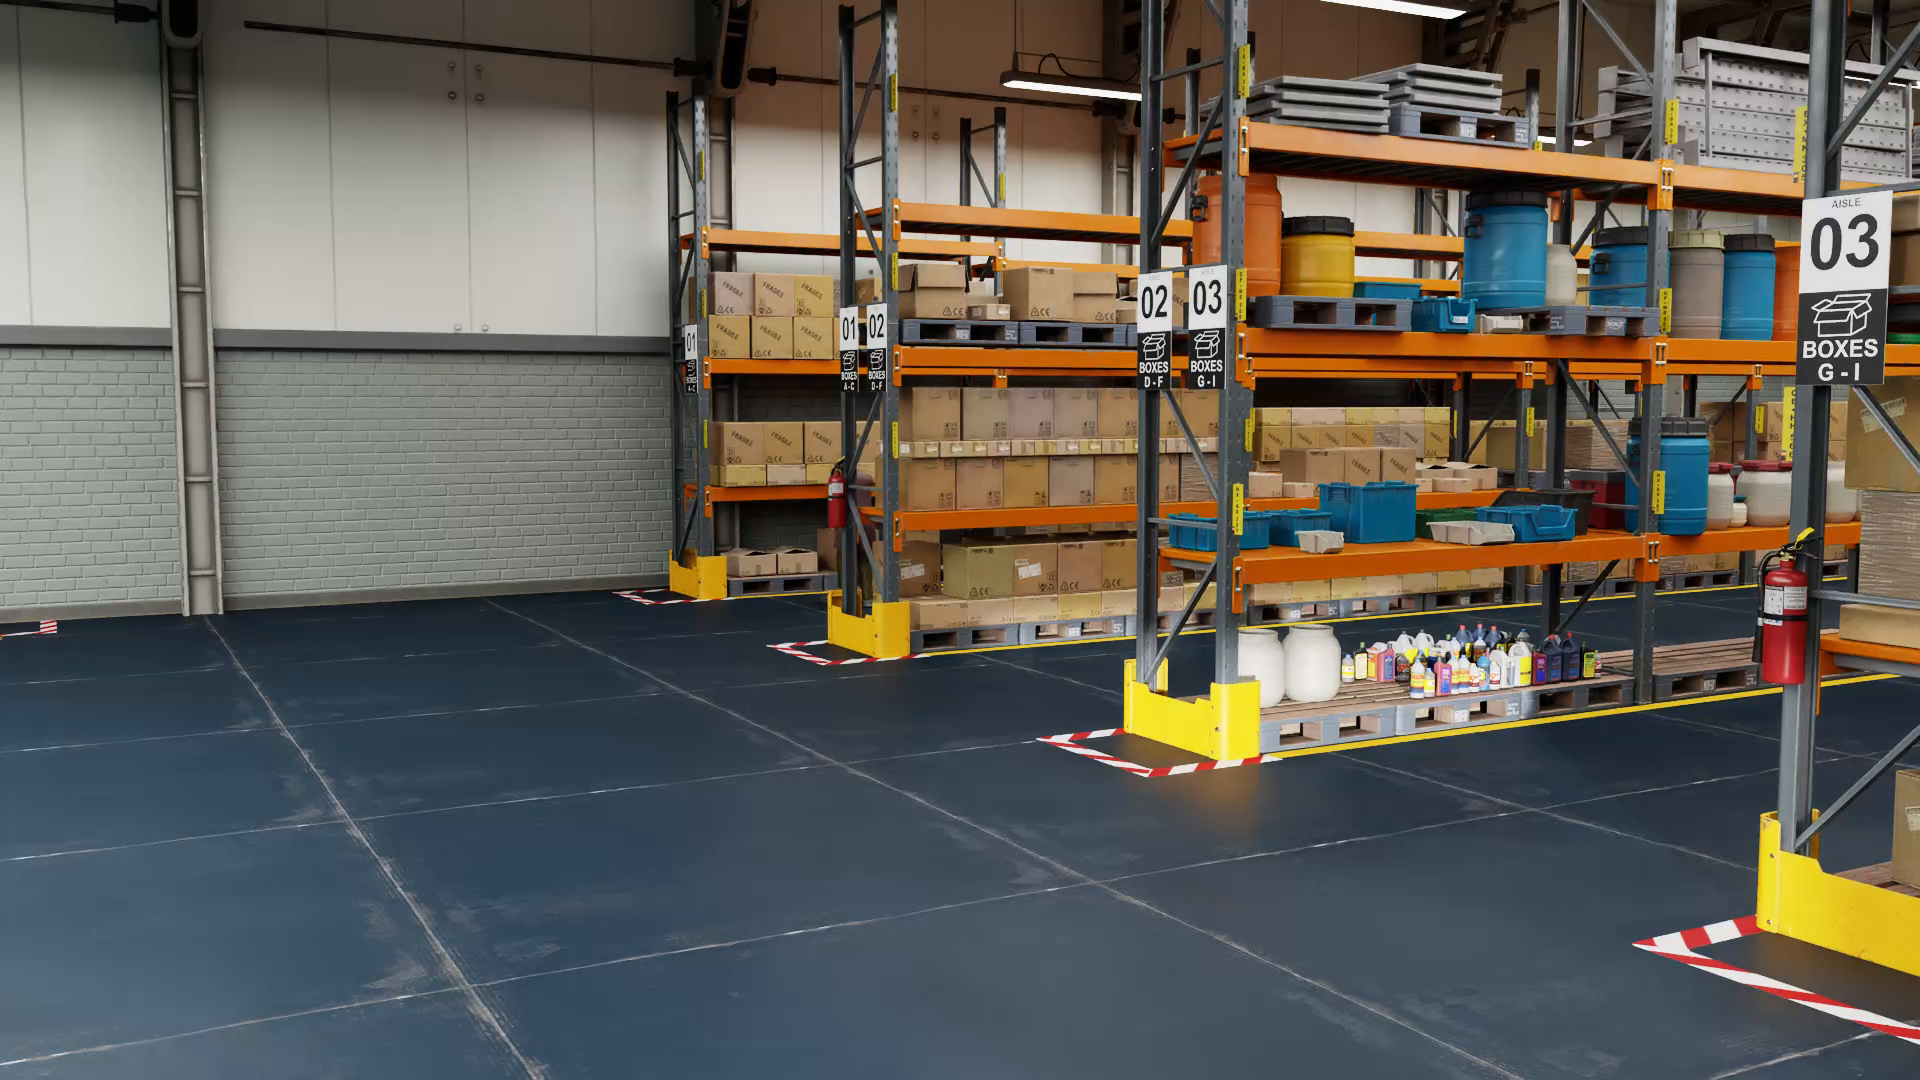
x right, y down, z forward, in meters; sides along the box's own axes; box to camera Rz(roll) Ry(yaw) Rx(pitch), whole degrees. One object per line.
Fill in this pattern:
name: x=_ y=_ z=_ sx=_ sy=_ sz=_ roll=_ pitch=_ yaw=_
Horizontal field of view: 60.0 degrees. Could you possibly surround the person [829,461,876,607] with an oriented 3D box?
person: x=-1.228 y=-0.130 z=18.767 sx=0.531 sy=1.774 sz=0.572 roll=-3 pitch=6 yaw=-30
